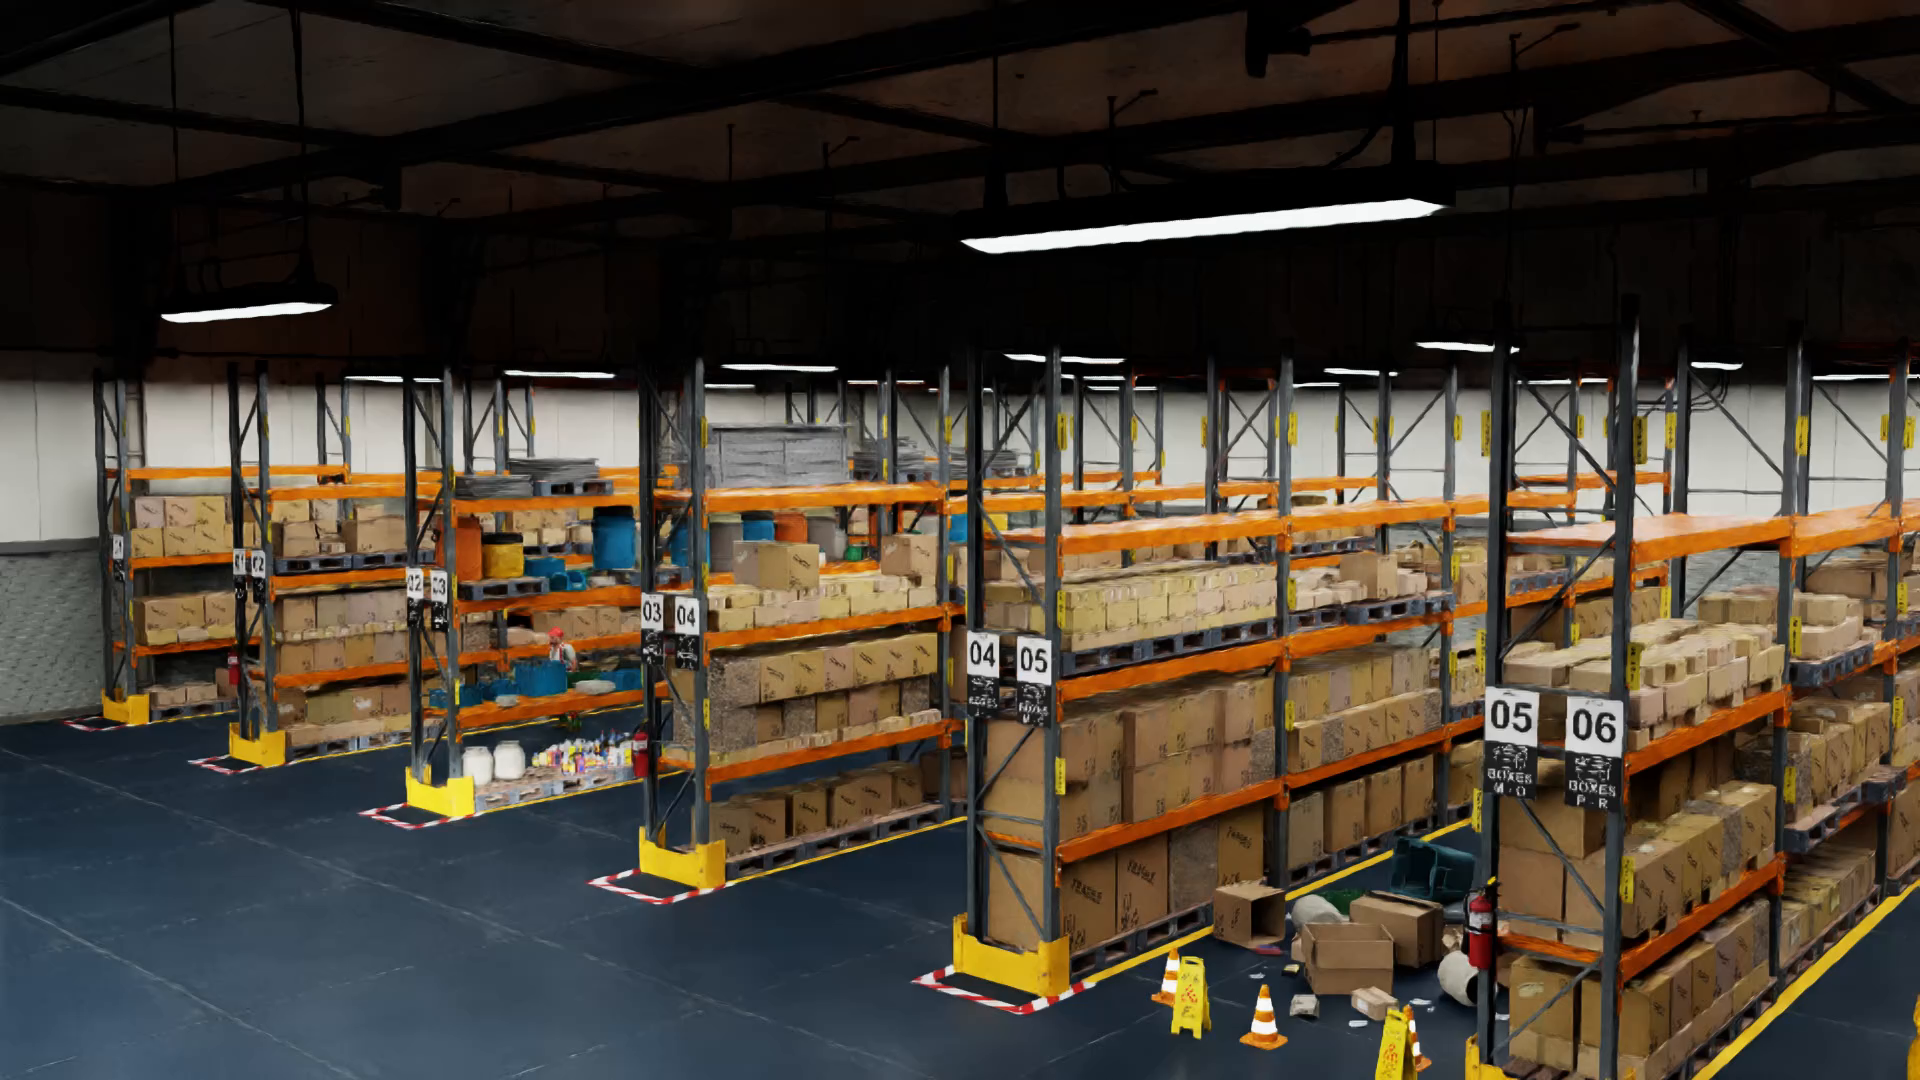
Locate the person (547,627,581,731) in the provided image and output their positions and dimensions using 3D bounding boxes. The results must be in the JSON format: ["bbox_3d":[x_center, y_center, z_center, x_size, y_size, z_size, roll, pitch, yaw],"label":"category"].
[{"bbox_3d":[-6.560,2.288,27.411,0.677,1.742,0.552,4,5,40],"label":"person"}]
